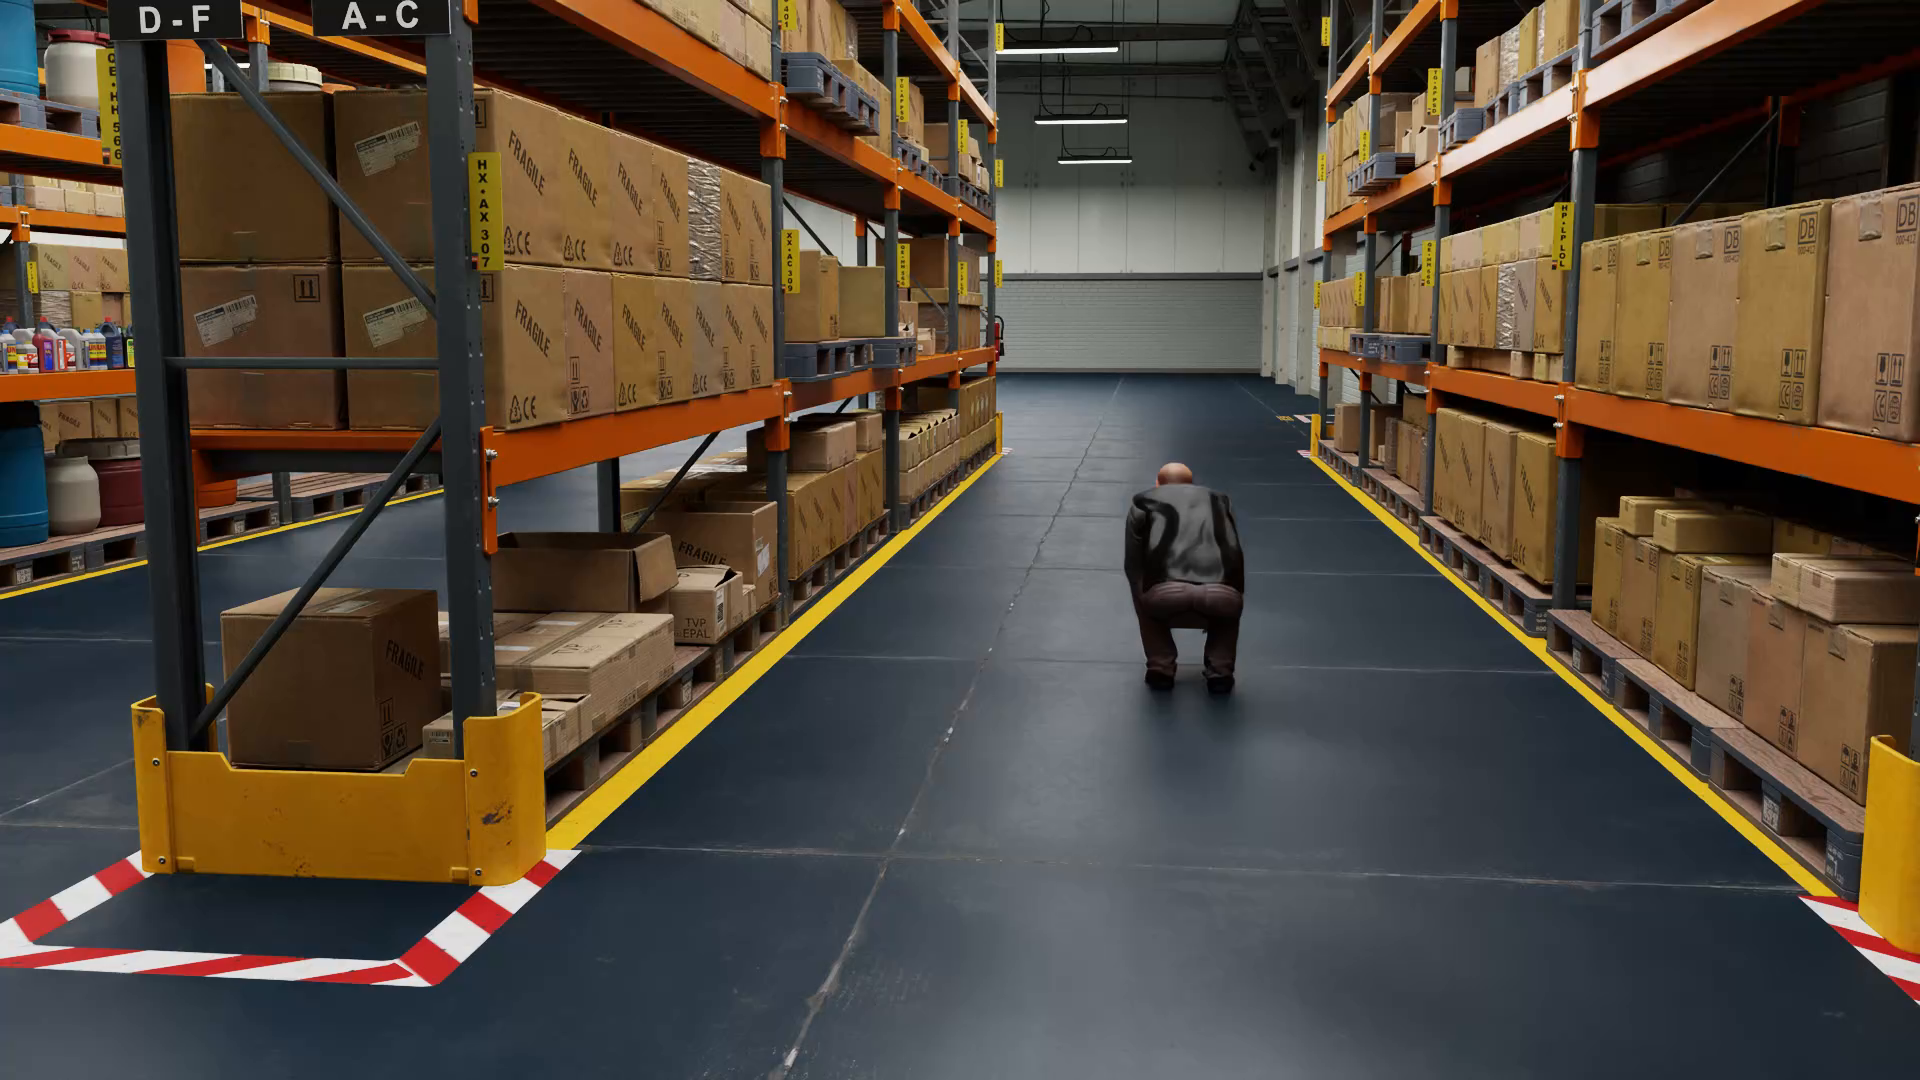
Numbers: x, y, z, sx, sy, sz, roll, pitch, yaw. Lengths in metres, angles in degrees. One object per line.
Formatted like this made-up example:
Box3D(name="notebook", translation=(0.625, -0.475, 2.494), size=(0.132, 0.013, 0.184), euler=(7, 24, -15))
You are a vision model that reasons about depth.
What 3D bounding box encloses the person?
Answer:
Box3D(name="person", translation=(1.015, 0.166, 7.536), size=(0.544, 0.966, 0.852), euler=(1, 8, 6))
